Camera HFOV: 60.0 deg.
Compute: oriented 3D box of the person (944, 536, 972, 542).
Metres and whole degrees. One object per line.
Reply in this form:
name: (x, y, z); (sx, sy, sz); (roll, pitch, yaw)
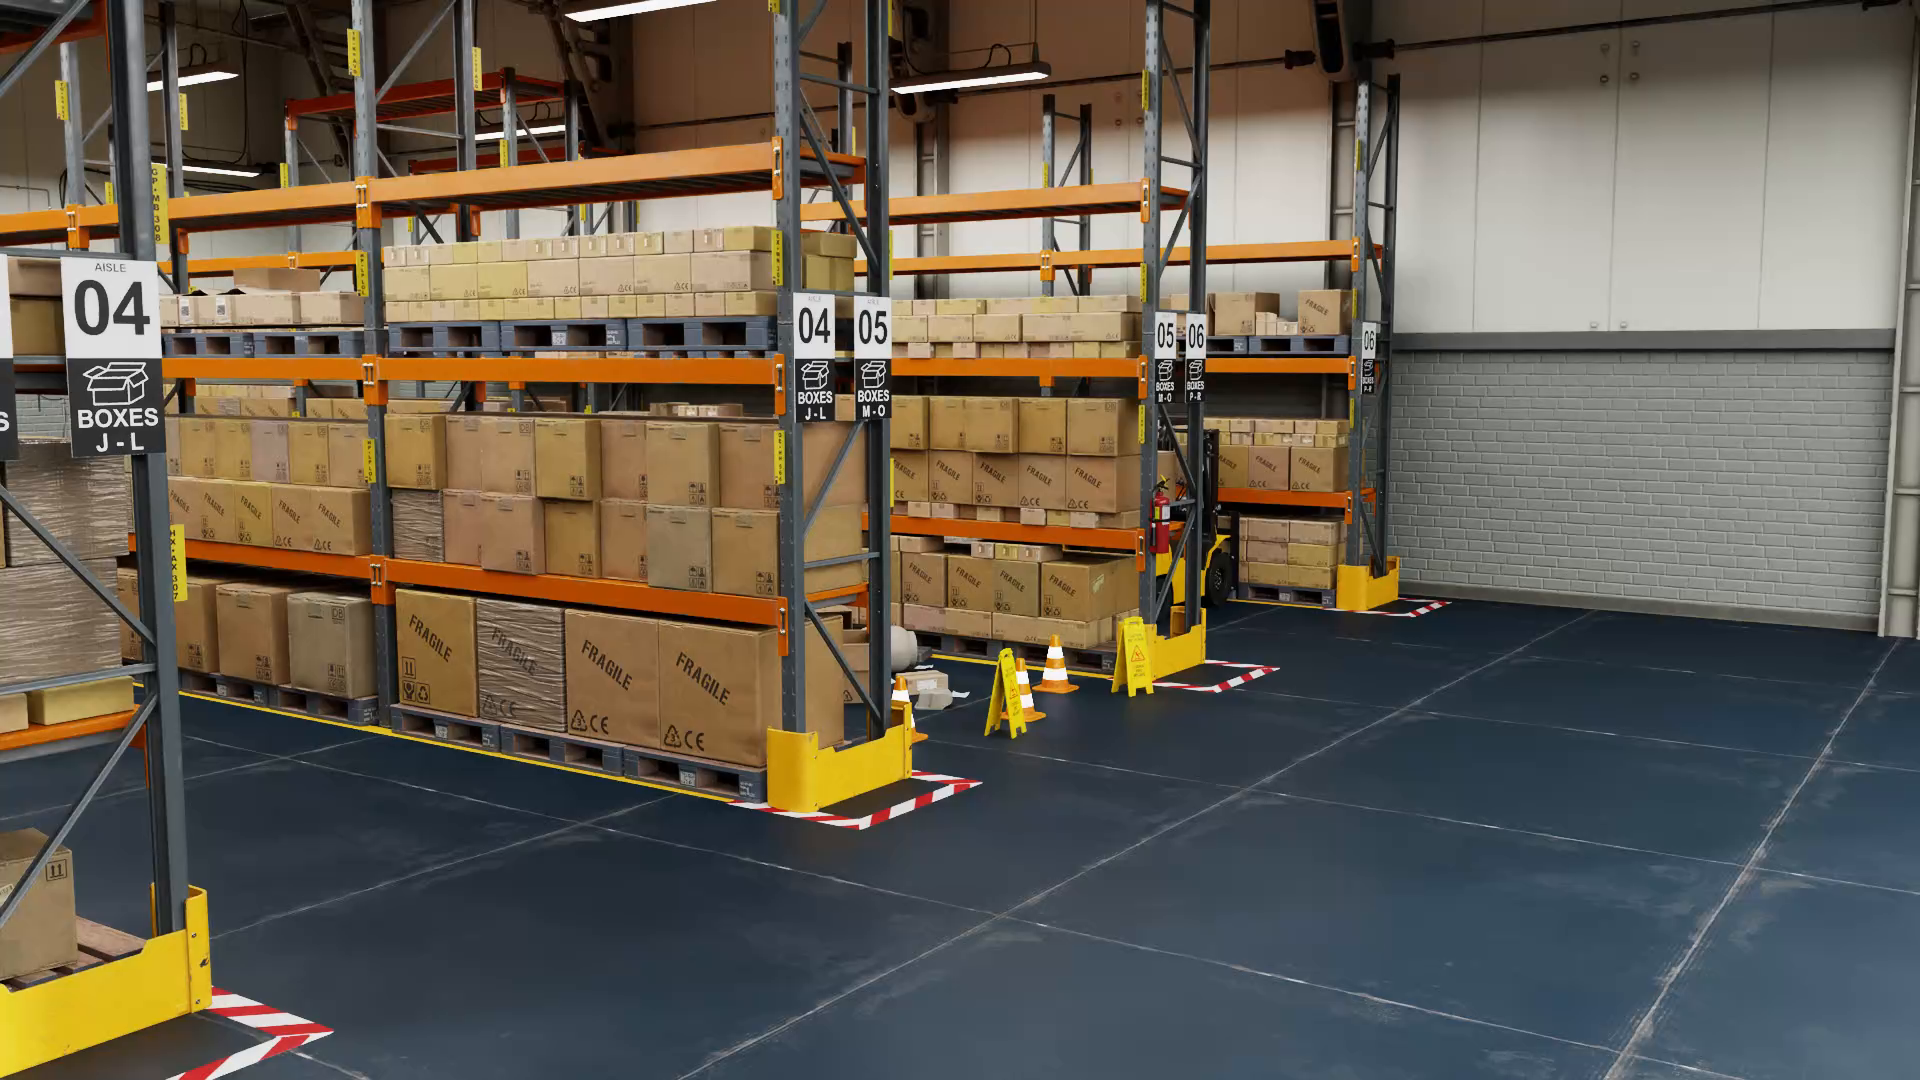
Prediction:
person: (-0.143, -0.130, 18.847); (0.620, 1.773, 0.449); (4, 7, 30)
